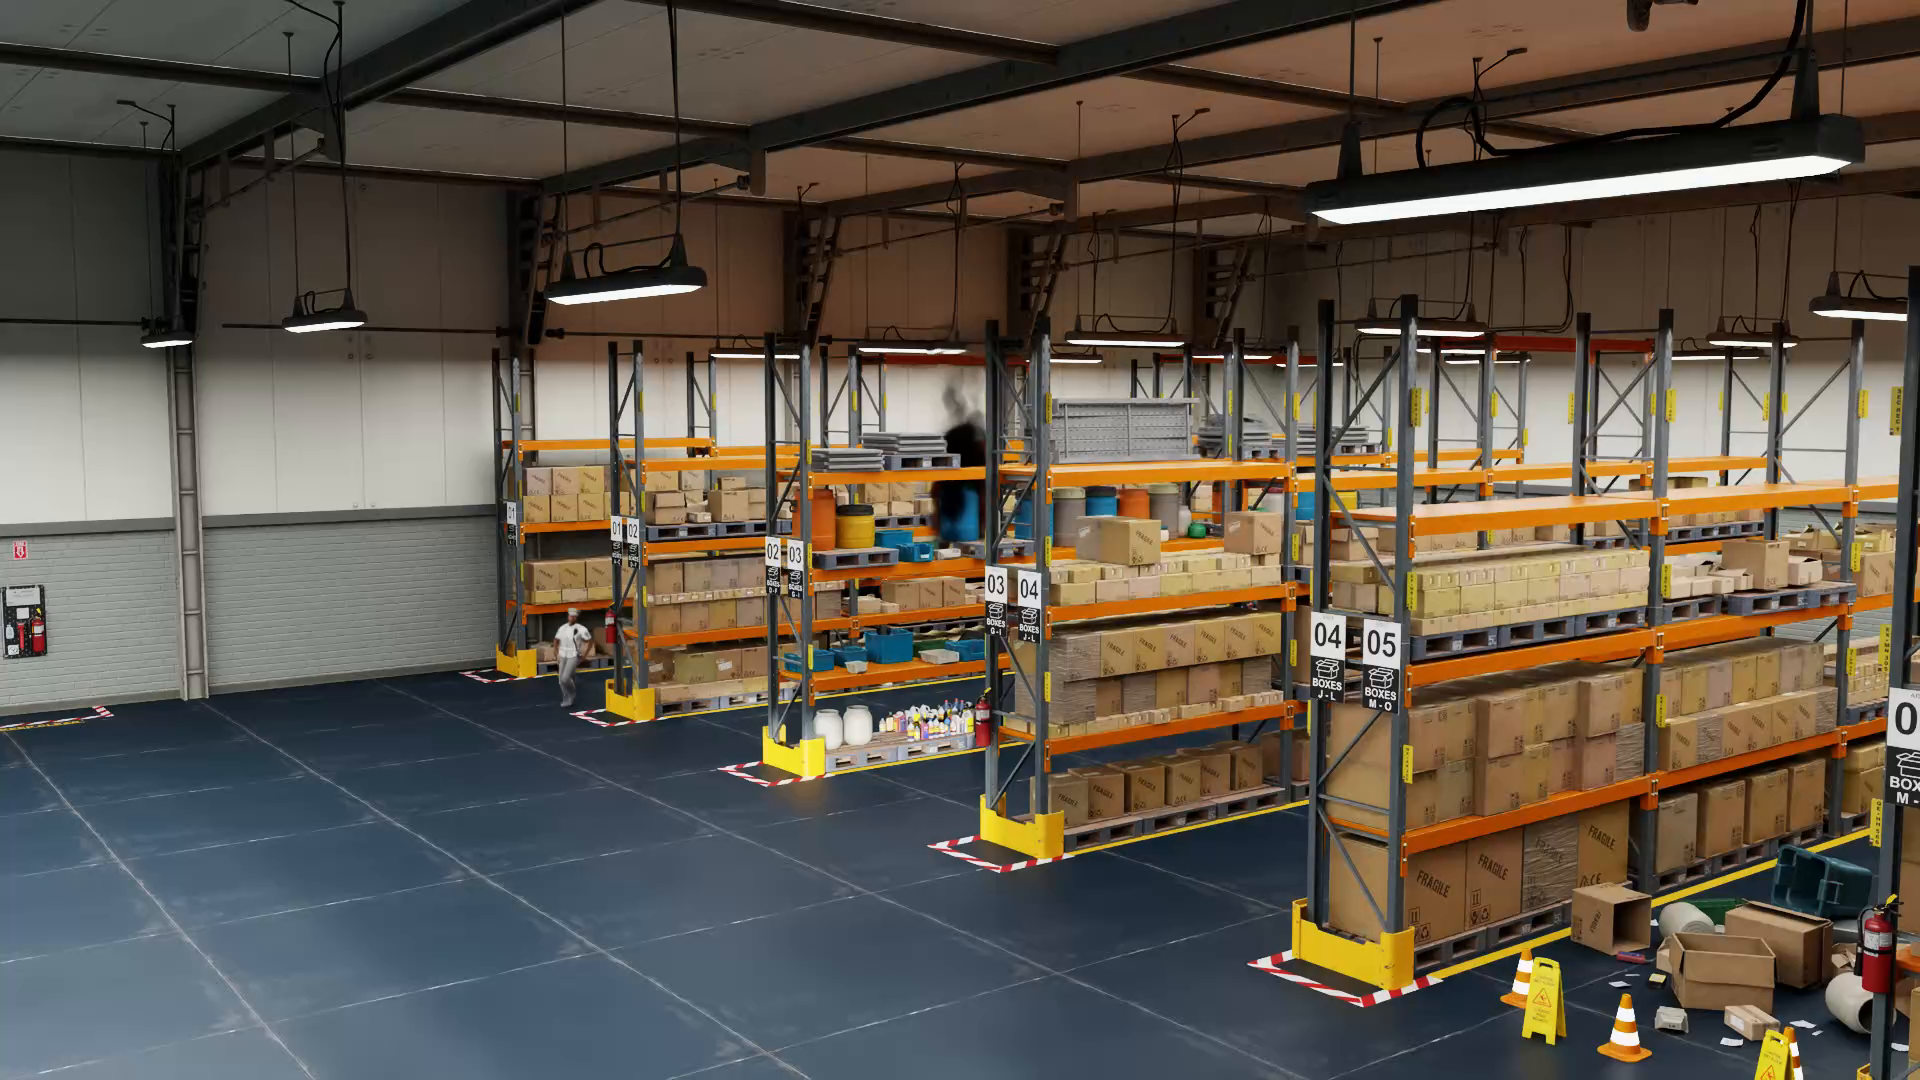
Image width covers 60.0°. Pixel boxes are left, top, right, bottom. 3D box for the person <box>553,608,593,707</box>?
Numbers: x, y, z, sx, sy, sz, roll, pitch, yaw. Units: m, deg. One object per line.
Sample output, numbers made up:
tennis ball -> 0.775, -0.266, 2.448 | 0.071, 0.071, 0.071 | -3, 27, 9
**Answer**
person -> -6.410, 1.938, 27.363 | 0.645, 1.653, 0.553 | 1, 5, 15
